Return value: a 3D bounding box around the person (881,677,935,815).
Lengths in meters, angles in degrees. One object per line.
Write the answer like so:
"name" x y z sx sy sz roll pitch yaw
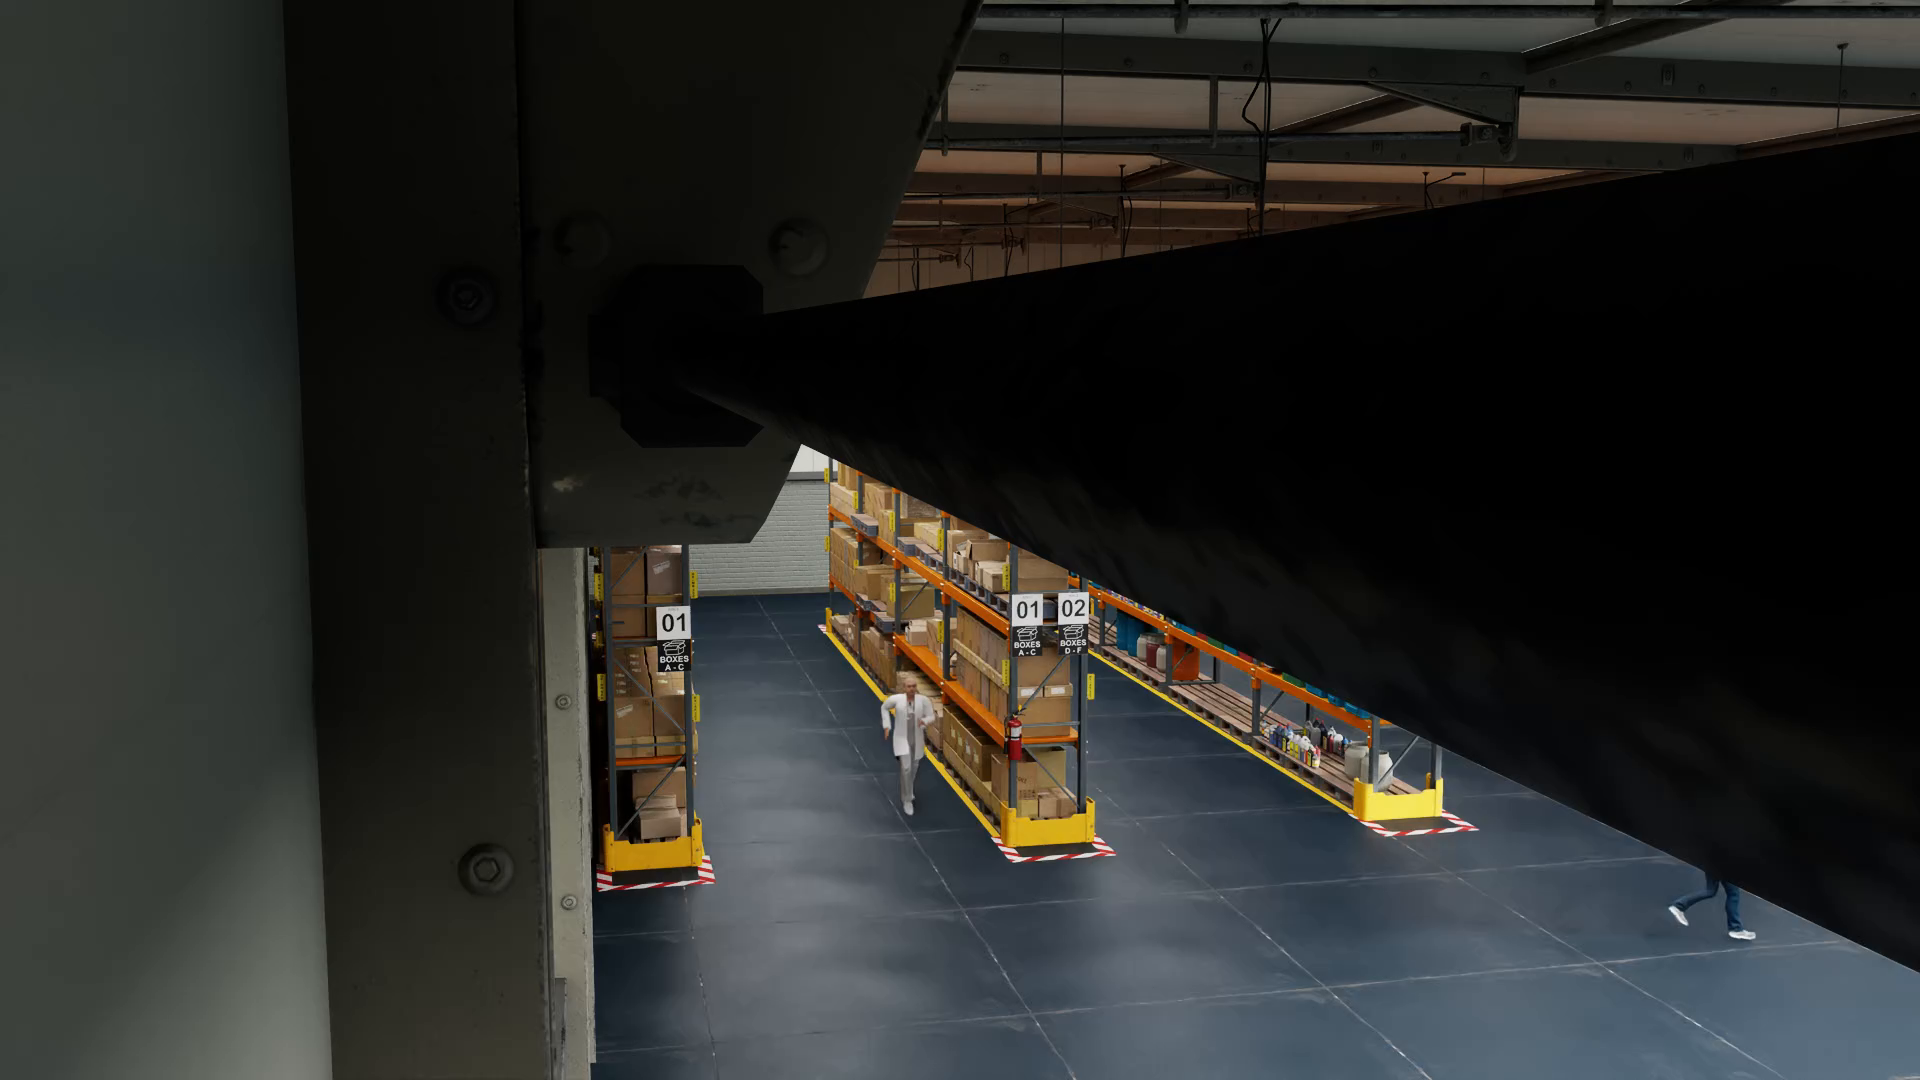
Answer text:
"person" -0.692 2.766 22.634 0.666 1.847 0.937 -2 7 -16

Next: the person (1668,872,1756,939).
"person" 8.028 3.448 17.652 0.877 1.562 0.543 1 7 7
